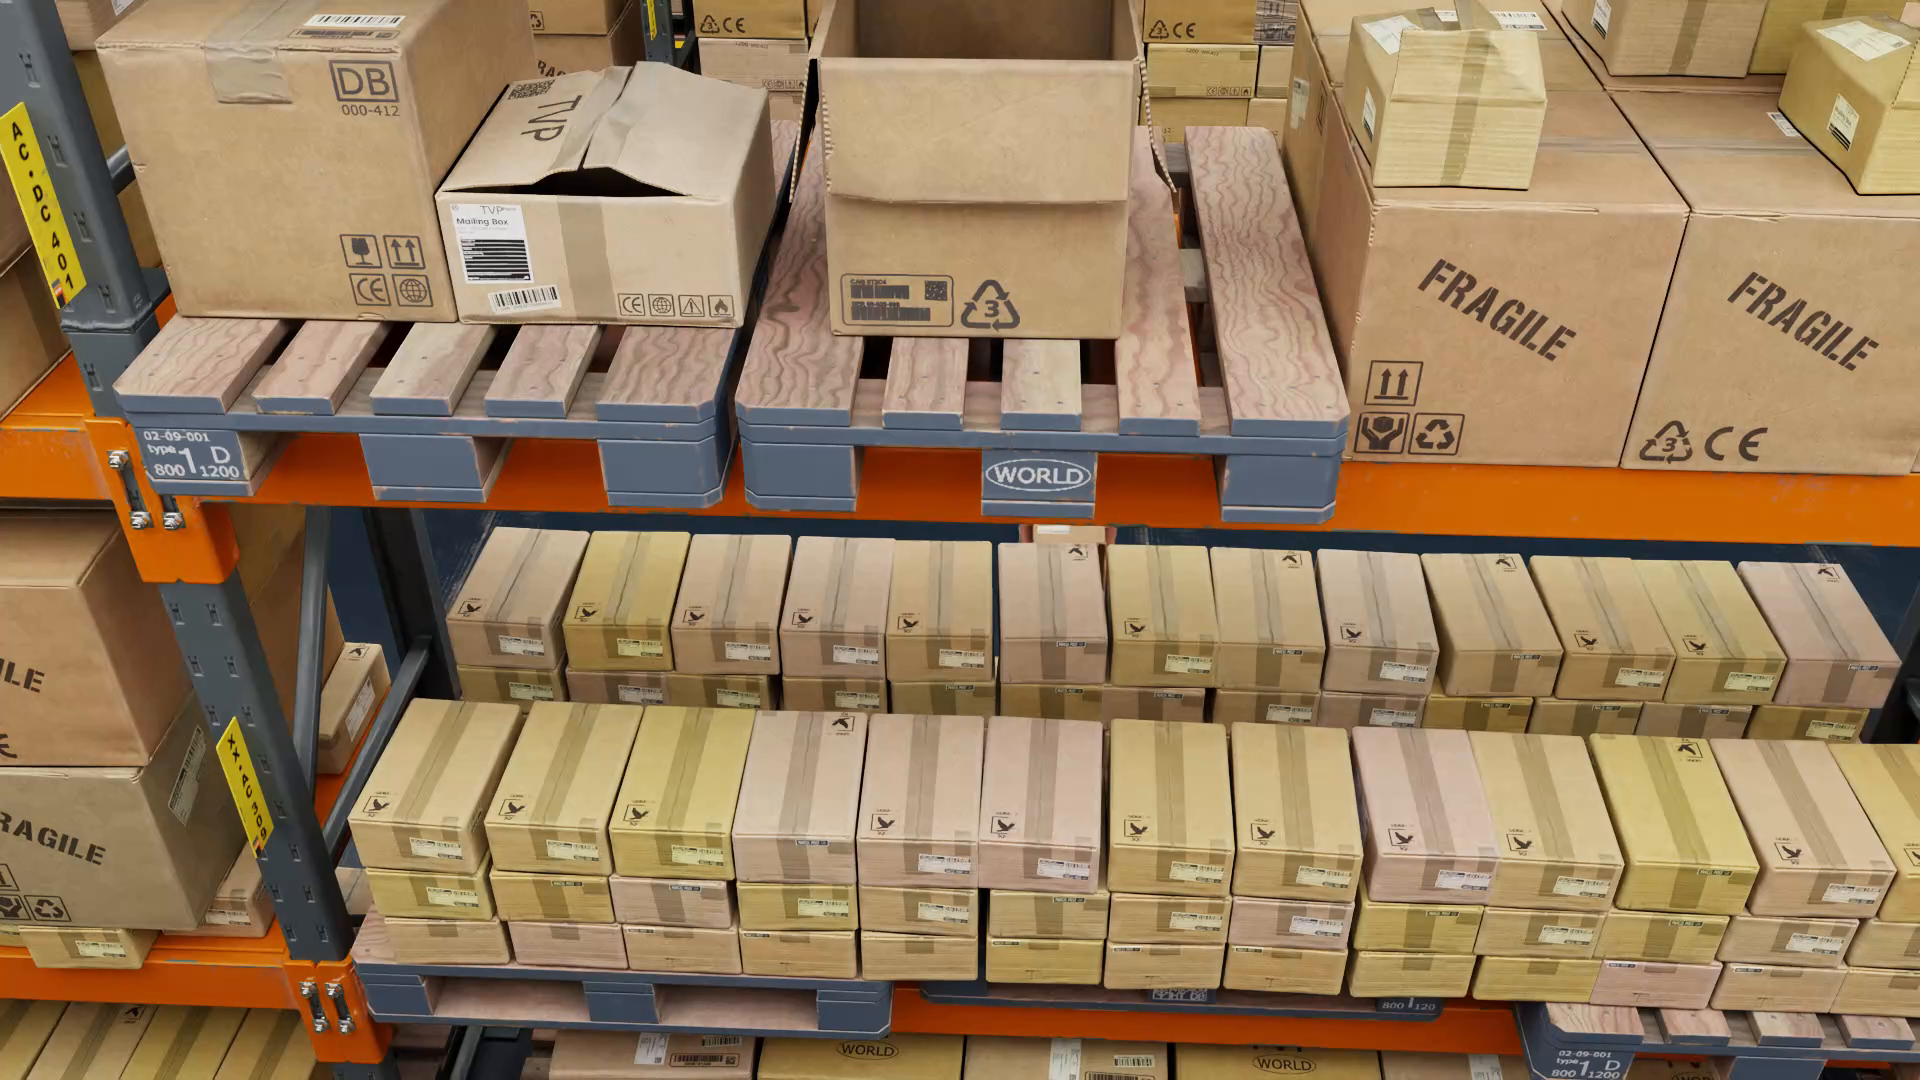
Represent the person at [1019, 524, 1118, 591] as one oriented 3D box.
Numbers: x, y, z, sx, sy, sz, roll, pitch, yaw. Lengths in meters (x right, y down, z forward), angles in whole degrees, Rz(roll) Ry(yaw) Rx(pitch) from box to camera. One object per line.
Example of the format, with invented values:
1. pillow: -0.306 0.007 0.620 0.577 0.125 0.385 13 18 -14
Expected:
1. person: 0.392 0.044 6.100 0.397 1.597 0.496 2 36 2
